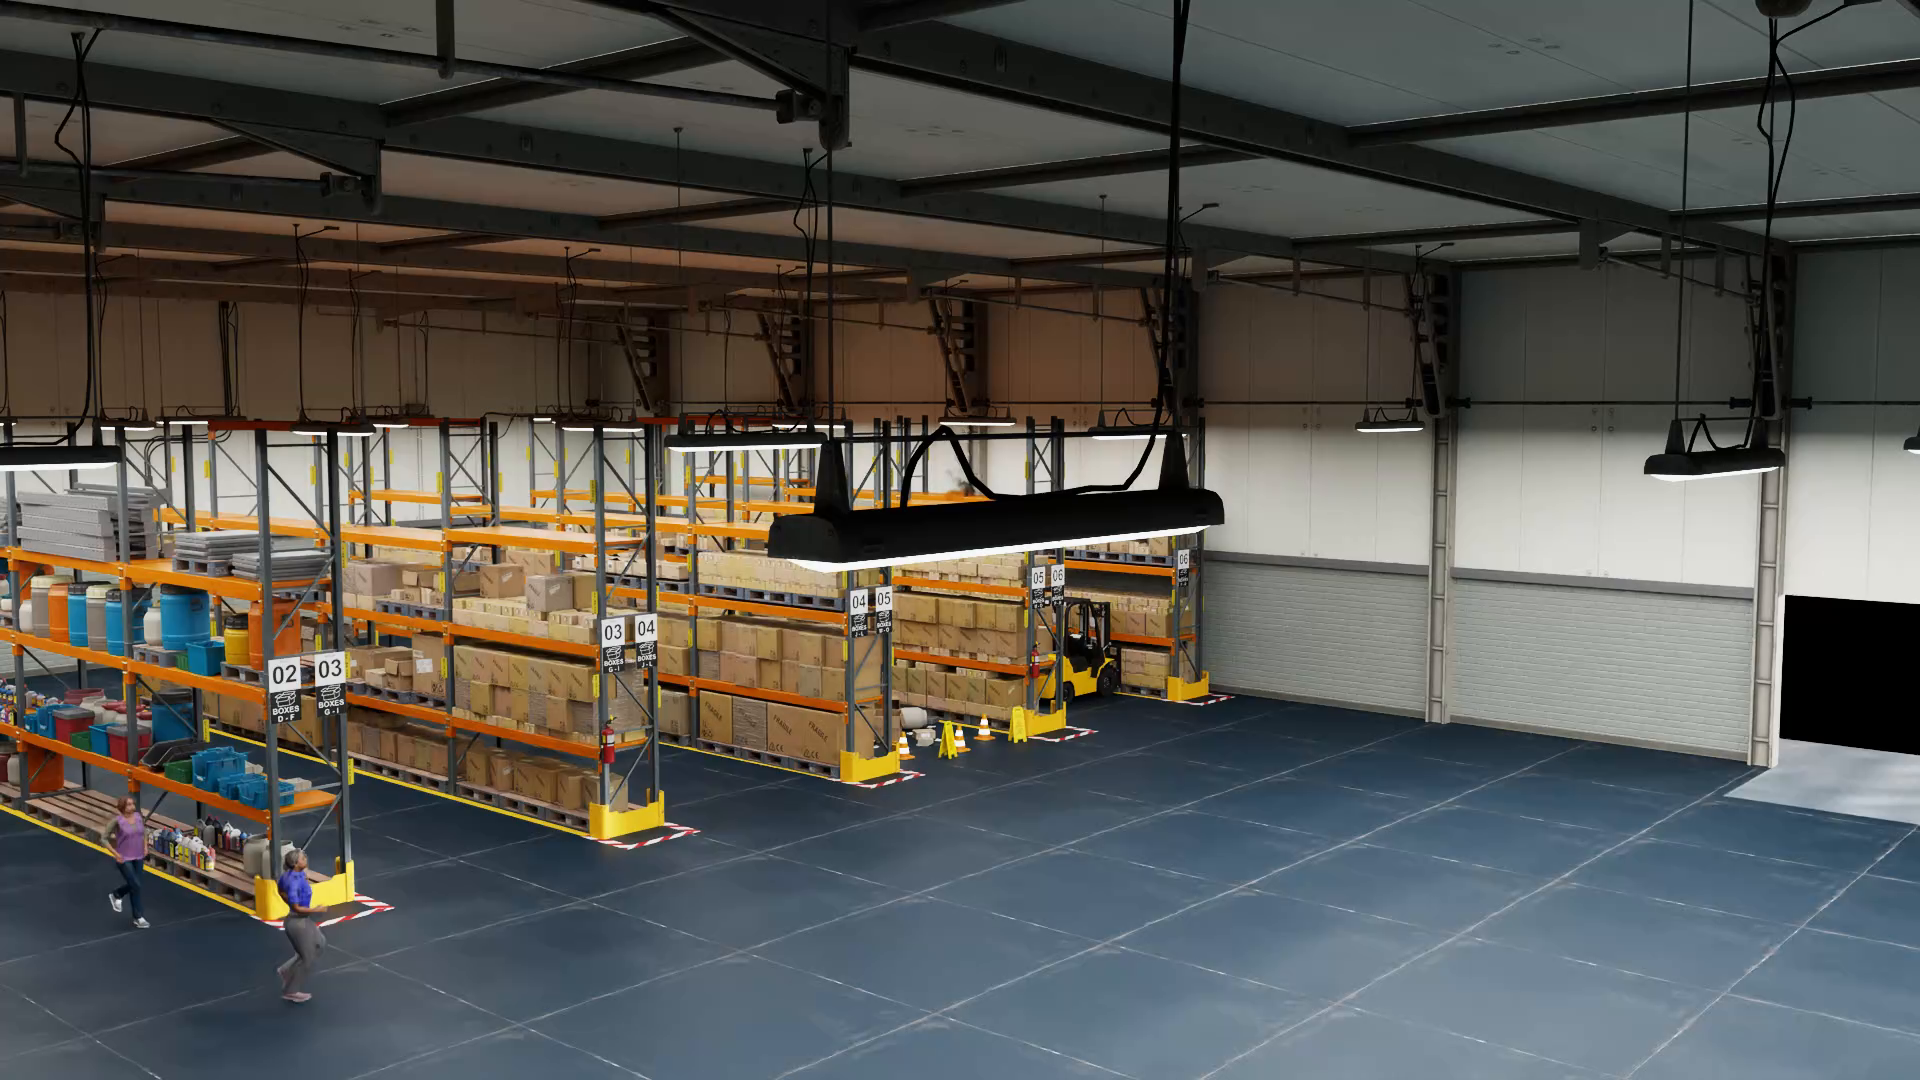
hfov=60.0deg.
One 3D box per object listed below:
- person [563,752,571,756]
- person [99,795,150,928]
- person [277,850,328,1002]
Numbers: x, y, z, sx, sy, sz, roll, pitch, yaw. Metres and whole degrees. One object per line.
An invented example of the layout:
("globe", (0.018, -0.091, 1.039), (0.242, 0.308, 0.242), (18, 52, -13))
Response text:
("person", (-7.380, 3.003, 30.024), (0.933, 1.721, 0.634), (3, 6, 35))
("person", (-10.118, 3.874, 20.155), (0.746, 1.594, 0.543), (2, 5, 27))
("person", (-6.950, 4.061, 17.585), (0.485, 1.614, 0.637), (-2, 5, -27))
